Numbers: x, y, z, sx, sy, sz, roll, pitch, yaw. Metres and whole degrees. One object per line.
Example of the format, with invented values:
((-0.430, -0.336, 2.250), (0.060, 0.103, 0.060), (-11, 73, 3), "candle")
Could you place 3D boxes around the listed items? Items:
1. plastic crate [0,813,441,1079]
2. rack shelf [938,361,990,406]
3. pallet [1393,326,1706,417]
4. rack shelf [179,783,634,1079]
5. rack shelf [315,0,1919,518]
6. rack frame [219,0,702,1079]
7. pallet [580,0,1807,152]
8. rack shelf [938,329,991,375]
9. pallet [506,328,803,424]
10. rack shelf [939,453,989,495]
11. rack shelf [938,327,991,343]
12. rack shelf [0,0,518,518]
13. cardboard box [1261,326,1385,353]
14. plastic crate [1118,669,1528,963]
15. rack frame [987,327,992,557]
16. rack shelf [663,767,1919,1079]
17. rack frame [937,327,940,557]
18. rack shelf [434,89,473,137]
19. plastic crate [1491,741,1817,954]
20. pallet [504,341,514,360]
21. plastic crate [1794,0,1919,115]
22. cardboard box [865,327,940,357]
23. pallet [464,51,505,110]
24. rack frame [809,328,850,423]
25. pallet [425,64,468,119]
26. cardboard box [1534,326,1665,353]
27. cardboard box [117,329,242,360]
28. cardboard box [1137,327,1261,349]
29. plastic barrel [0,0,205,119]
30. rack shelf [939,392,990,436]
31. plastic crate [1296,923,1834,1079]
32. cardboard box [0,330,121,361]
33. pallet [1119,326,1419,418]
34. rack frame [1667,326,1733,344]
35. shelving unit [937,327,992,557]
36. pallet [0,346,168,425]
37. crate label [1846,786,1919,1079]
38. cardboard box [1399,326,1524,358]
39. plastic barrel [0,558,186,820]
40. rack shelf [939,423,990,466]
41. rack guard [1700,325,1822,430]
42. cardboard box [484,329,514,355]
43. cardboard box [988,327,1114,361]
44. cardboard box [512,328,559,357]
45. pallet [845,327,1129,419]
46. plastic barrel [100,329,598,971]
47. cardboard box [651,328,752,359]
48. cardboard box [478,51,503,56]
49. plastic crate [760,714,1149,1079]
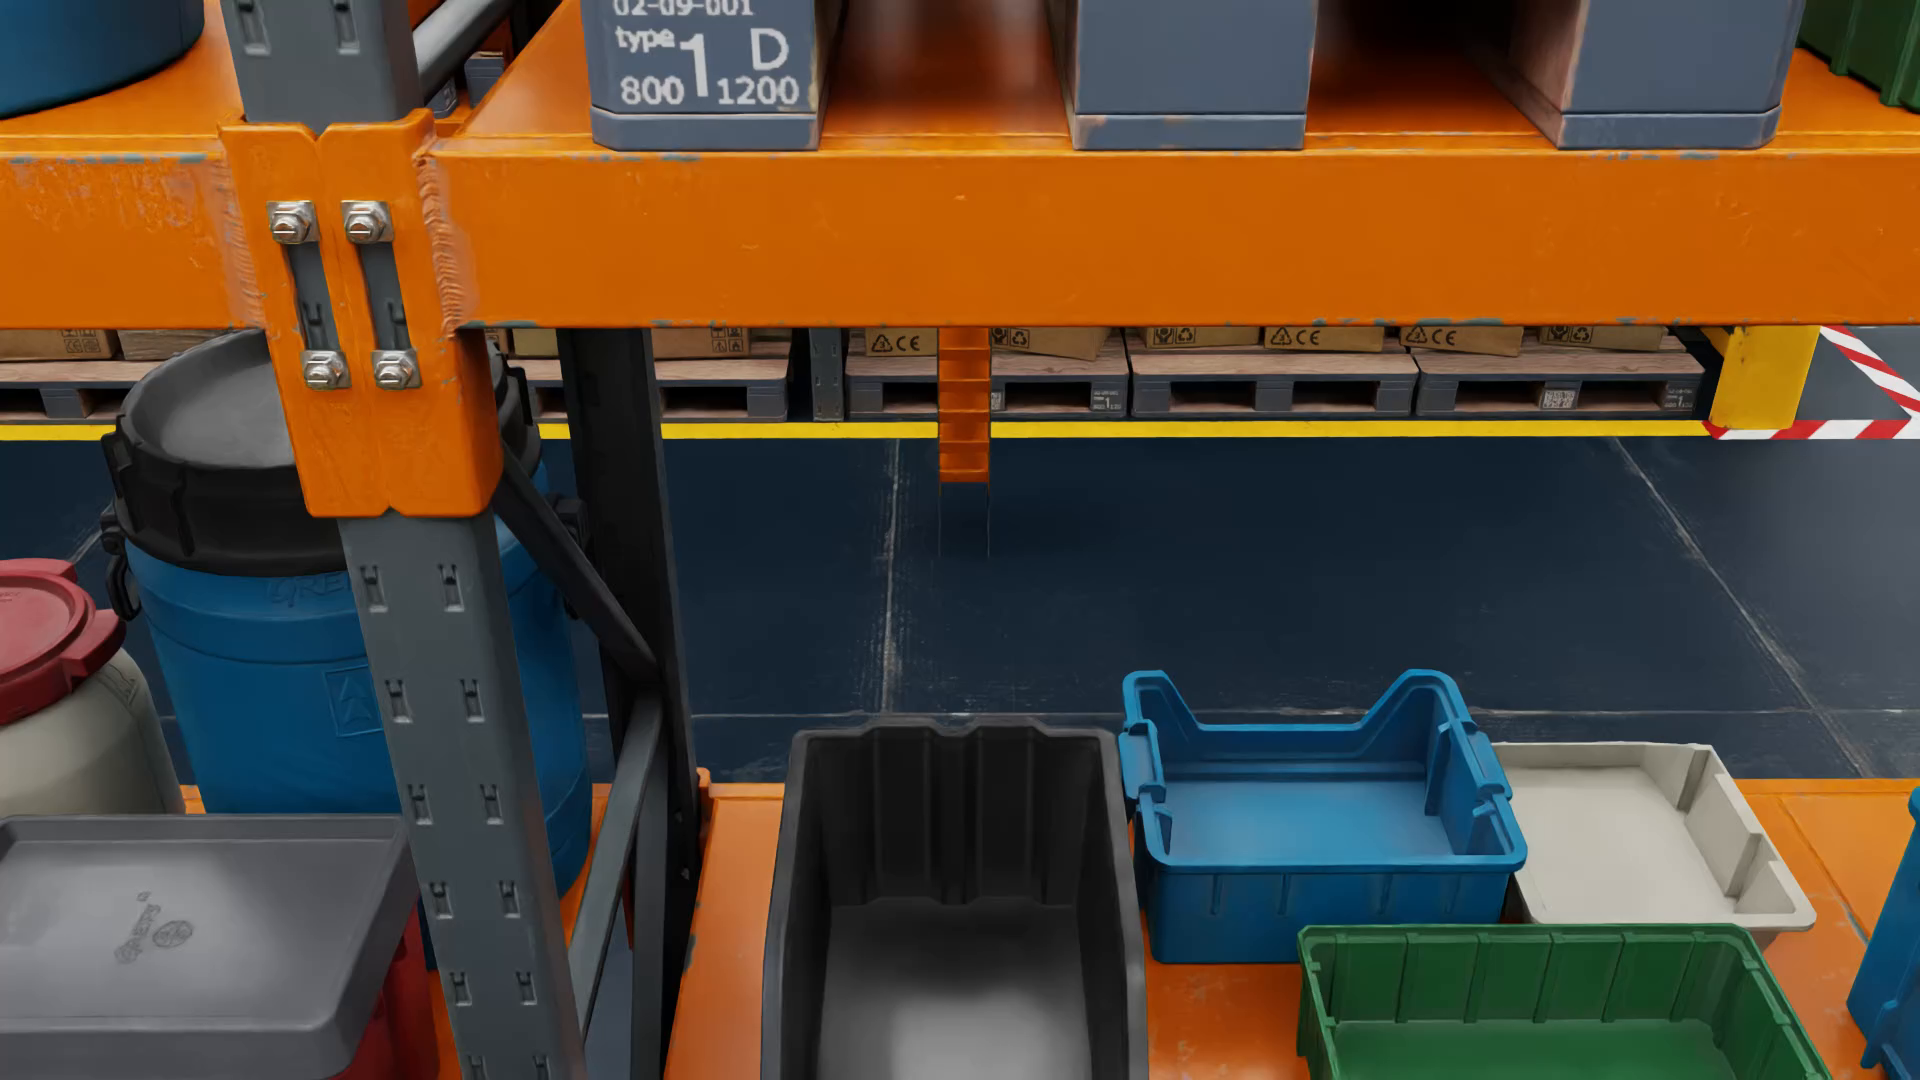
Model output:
((-1.015, 0.662, 2.205), (0.583, 0.464, 0.402), (0, 31, 0), "plastic crate")
((0.014, -0.578, 5.900), (0.180, 0.103, 0.258), (0, 31, 0), "rack shelf")
((2.549, -0.876, 7.490), (1.213, 0.211, 1.003), (0, 31, 0), "pallet")
((-2.533, 0.843, 2.662), (4.000, 0.370, 1.077), (0, 31, 0), "rack shelf")
((1.467, -0.452, 1.904), (4.000, 0.370, 1.077), (0, 31, 0), "rack shelf")
((-0.533, 0.528, 2.488), (0.053, 2.616, 0.949), (0, 31, 0), "rack frame")
((0.188, -0.725, 1.844), (1.003, 0.211, 1.213), (0, 31, 0), "pallet")
((0.014, -0.680, 5.837), (0.180, 0.103, 0.258), (0, 31, 0), "rack shelf")
((-1.341, -0.844, 7.438), (1.213, 0.211, 1.003), (0, 31, 0), "pallet")
((0.014, -0.270, 6.086), (0.180, 0.103, 0.258), (0, 31, 0), "rack shelf")
((0.014, -0.783, 5.775), (0.180, 0.103, 0.258), (0, 31, 0), "rack shelf")
((-2.533, -0.439, 1.884), (4.000, 0.370, 1.077), (0, 31, 0), "rack shelf")
((1.589, -1.158, 7.272), (0.500, 0.500, 0.500), (3, 31, 4), "cardboard box")
((0.572, 0.449, 2.762), (0.616, 0.251, 0.499), (0, 31, 0), "plastic crate")
((0.106, -0.513, 5.939), (0.006, 1.200, 0.240), (0, 31, 0), "rack frame")
((1.467, 0.831, 2.682), (4.000, 0.370, 1.077), (0, 31, 0), "rack shelf")
((-0.077, -0.513, 5.938), (0.006, 1.200, 0.240), (0, 31, 0), "rack frame")
((-2.563, -1.726, 6.896), (4.000, 0.370, 1.077), (0, 31, 0), "rack shelf")
((1.090, 0.506, 2.779), (0.437, 0.136, 0.530), (0, 31, 0), "plastic crate")
((-2.564, -0.839, 7.429), (1.213, 0.211, 1.003), (0, 31, 0), "pallet")
((1.047, -0.526, 1.538), (0.450, 0.188, 0.336), (0, 31, 0), "plastic crate")
((-0.162, -1.131, 7.227), (0.500, 0.500, 0.500), (-1, 31, -2), "cardboard box")
((-1.328, -2.031, 6.890), (1.213, 0.211, 1.003), (0, 31, 0), "pallet")
((-0.563, -2.040, 6.720), (0.127, 3.000, 1.000), (0, 31, 0), "rack frame")
((-2.583, -1.973, 6.794), (1.213, 0.211, 1.003), (0, 31, 0), "pallet")
((2.813, -1.170, 7.291), (0.500, 0.500, 0.500), (5, 32, 9), "cardboard box")
((-3.338, -1.167, 7.268), (0.500, 0.500, 0.700), (-3, 31, -4), "cardboard box")
((1.031, -1.179, 7.307), (0.500, 0.500, 0.500), (-3, 31, -5), "cardboard box")
((-1.040, -0.853, 1.389), (0.708, 0.901, 0.600), (0, 31, 0), "plastic barrel")
((0.014, -0.475, 5.962), (0.180, 0.103, 0.258), (0, 31, 0), "rack shelf")
((0.826, 0.762, 2.306), (0.662, 0.188, 0.450), (0, 31, 0), "plastic crate")
((-3.893, -1.159, 7.254), (0.500, 0.500, 0.700), (-2, 31, -3), "cardboard box")
((1.332, -0.873, 7.486), (1.213, 0.211, 1.003), (0, 31, 0), "pallet")
((3.437, -2.052, 6.741), (0.127, 3.000, 1.000), (0, 31, 0), "rack frame")
((0.014, -0.513, 5.939), (0.189, 1.200, 0.258), (0, 31, 0), "shelving unit")
((-3.781, -0.837, 7.425), (1.213, 0.211, 1.003), (0, 31, 0), "pallet")
((1.628, 0.648, 2.256), (0.616, 0.435, 0.502), (0, 31, 0), "crate label")
((2.215, -1.150, 7.259), (0.500, 0.500, 0.500), (8, 32, 13), "cardboard box")
((-1.491, 0.361, 2.633), (0.433, 0.535, 0.433), (0, 31, 0), "plastic barrel")
((0.014, -0.372, 6.024), (0.180, 0.103, 0.258), (0, 31, 0), "rack shelf")
((3.361, -0.983, 7.389), (0.348, 0.500, 1.175), (0, 31, 0), "rack guard")
((-2.213, -1.175, 7.280), (0.500, 0.500, 0.700), (-3, 31, -5), "cardboard box")
((0.410, -1.137, 7.237), (0.500, 0.500, 0.500), (10, 33, 15), "cardboard box")
((-1.654, -1.177, 7.283), (0.500, 0.500, 0.700), (0, 31, -1), "cardboard box")
((0.109, -0.868, 7.477), (1.213, 0.211, 1.003), (0, 31, 0), "pallet")
((-0.921, 0.159, 2.613), (0.708, 0.901, 0.600), (0, 31, 0), "plastic barrel")
((-1.177, -1.168, 7.270), (0.500, 0.500, 0.700), (-2, 31, -4), "cardboard box")
((-1.358, -2.546, 6.571), (1.000, 1.000, 1.000), (0, 31, 0), "cardboard box")
((-0.008, 0.620, 2.396), (0.504, 0.338, 0.767), (0, 31, 0), "plastic crate")
